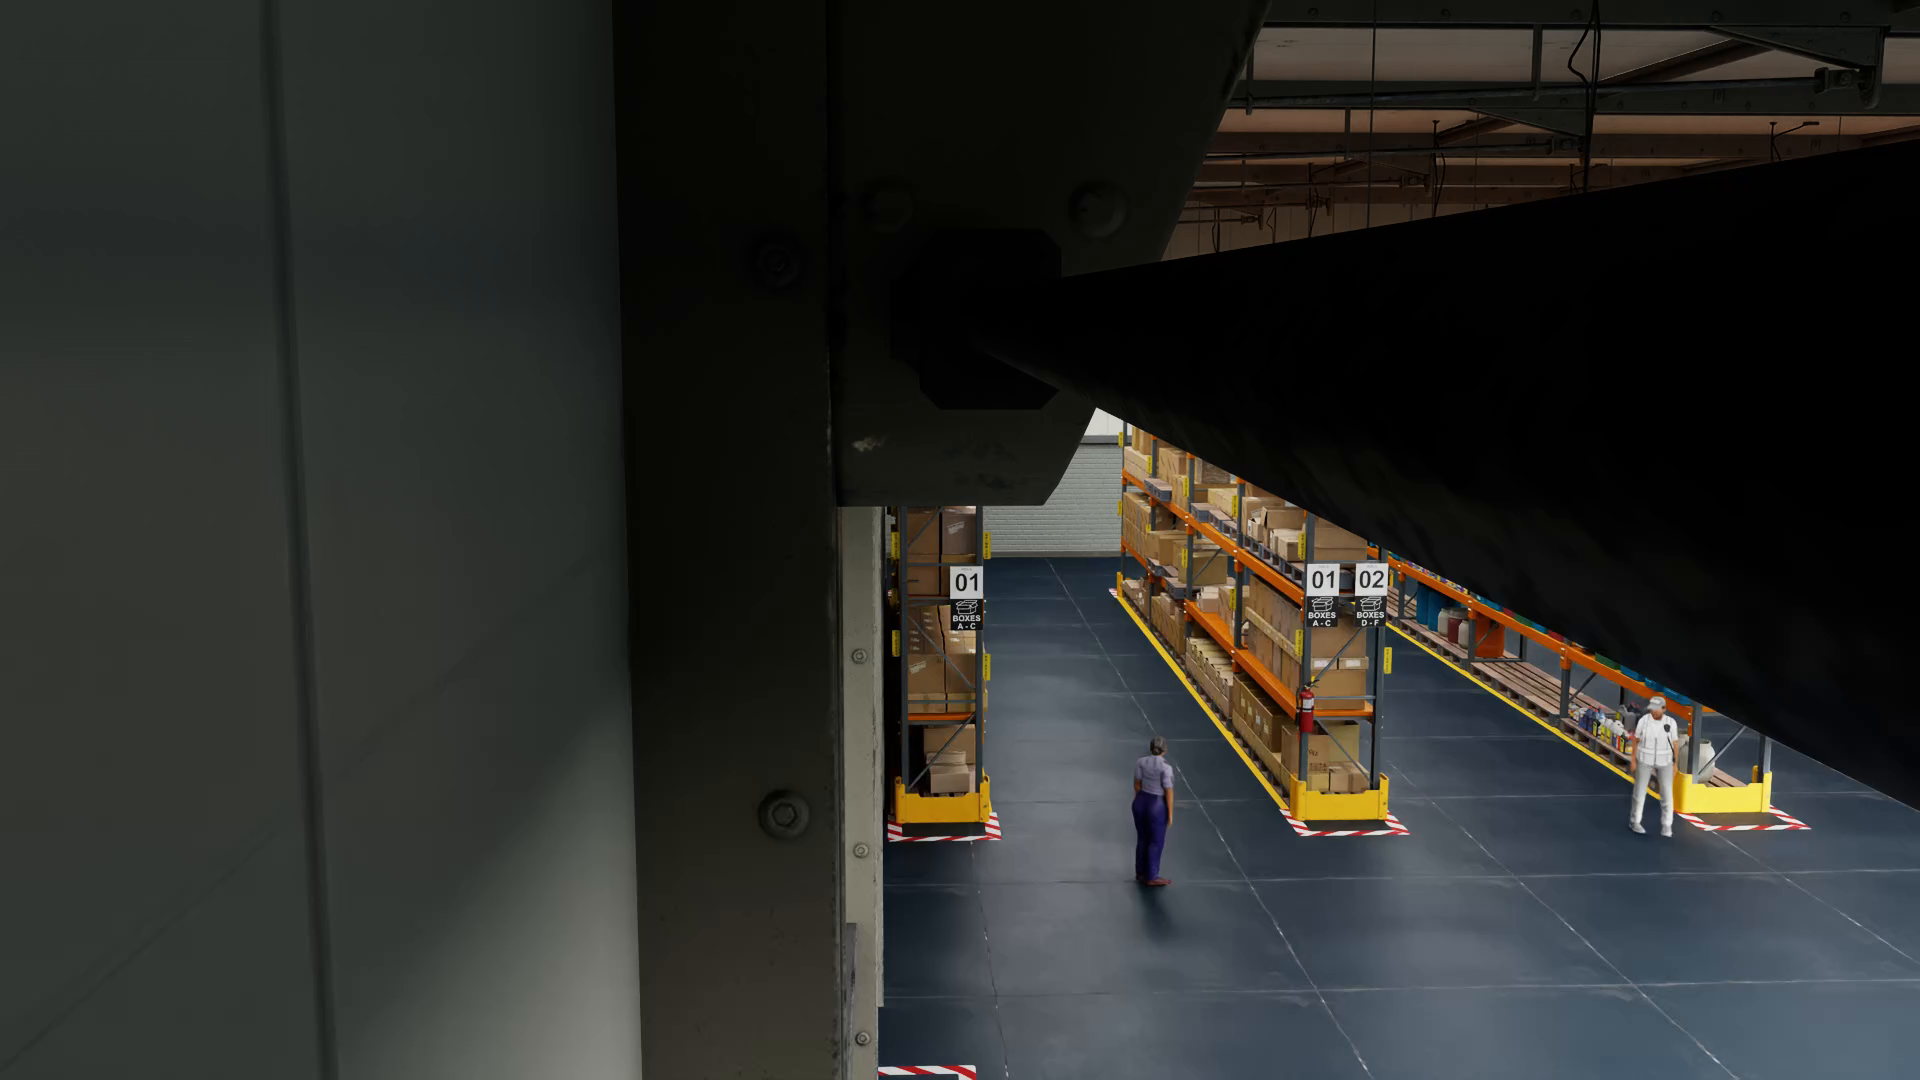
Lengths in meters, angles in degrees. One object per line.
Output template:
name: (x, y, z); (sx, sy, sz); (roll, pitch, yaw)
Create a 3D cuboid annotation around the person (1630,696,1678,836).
person: (8.366, 2.699, 20.053); (0.525, 1.670, 0.432); (3, 9, 22)

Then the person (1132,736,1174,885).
person: (2.125, 2.966, 18.253); (0.505, 1.658, 0.386); (7, 11, 42)
